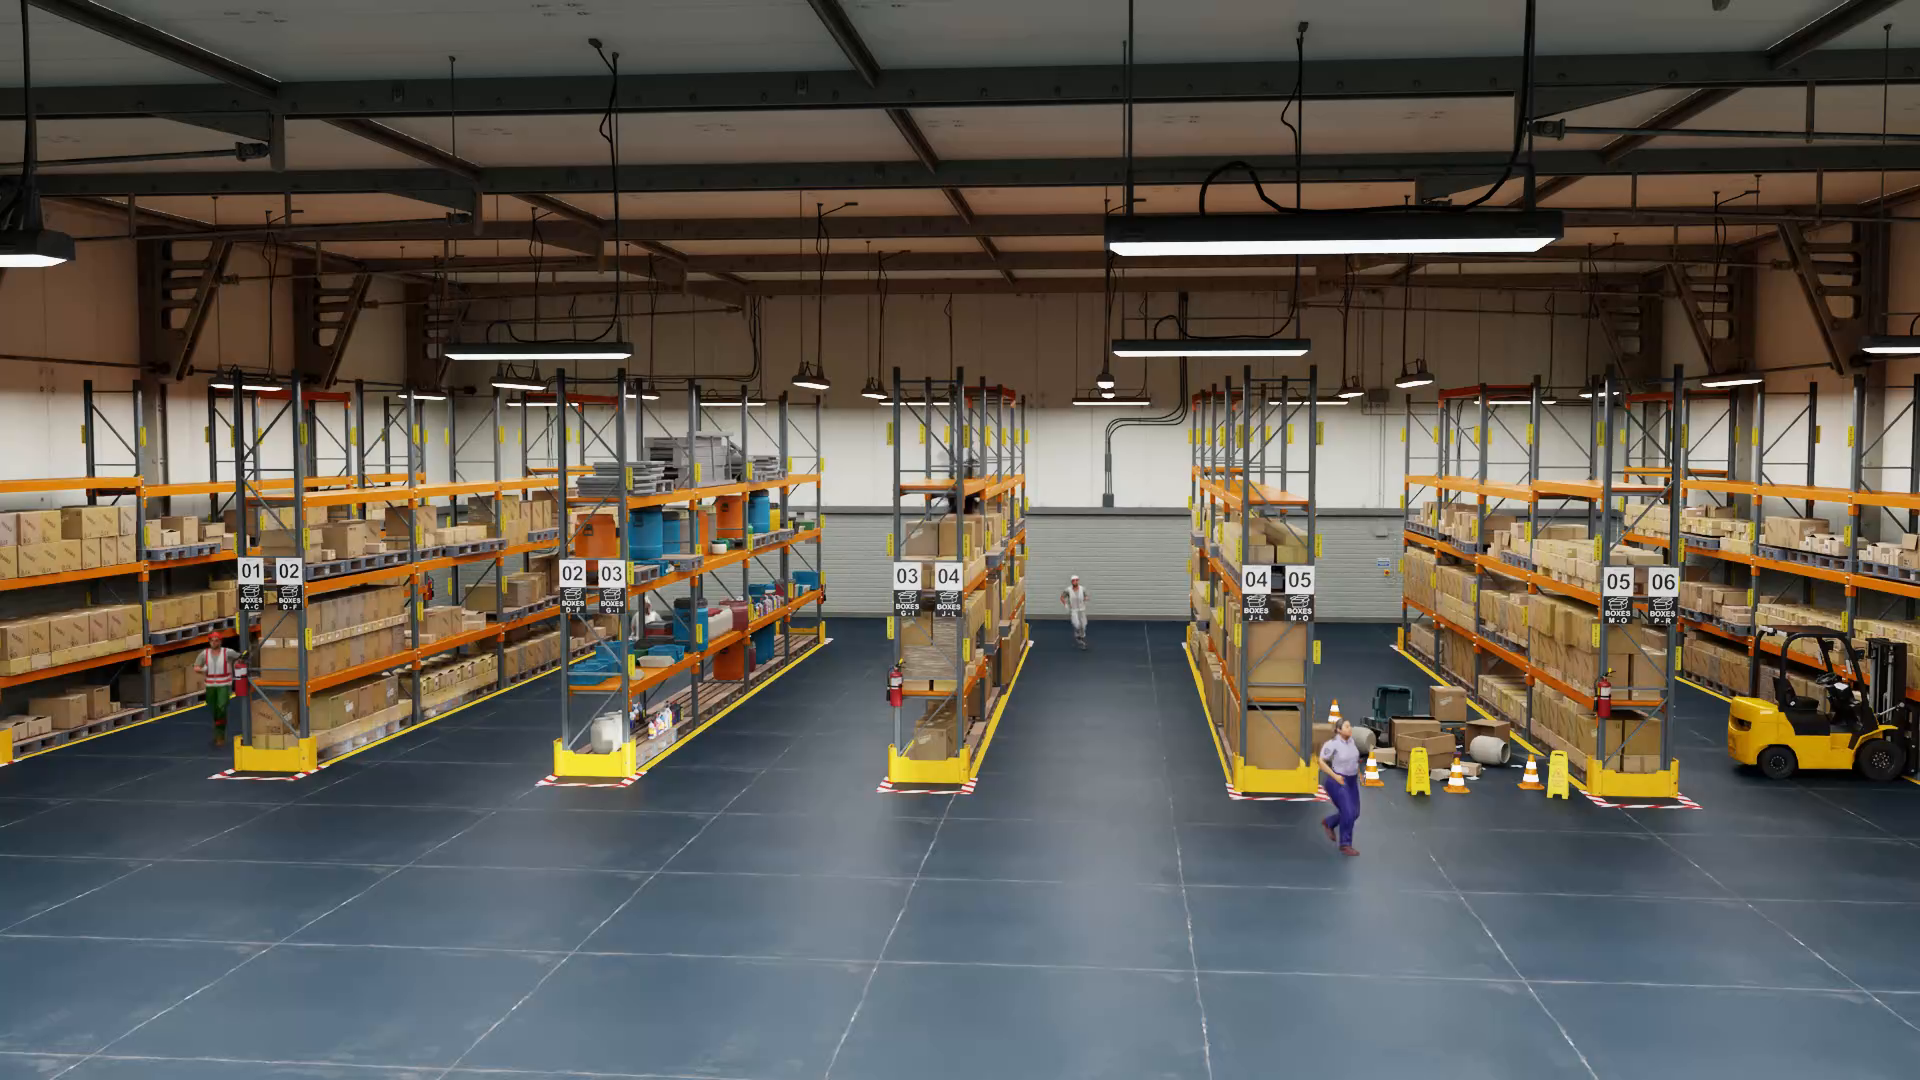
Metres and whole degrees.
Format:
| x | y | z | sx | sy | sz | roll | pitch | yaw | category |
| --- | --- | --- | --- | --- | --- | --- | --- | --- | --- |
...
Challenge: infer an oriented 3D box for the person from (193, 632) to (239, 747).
| x | y | z | sx | sy | sz | roll | pitch | yaw | category |
| --- | --- | --- | --- | --- | --- | --- | --- | --- | --- |
| -12.121 | 2.409 | 27.137 | 0.662 | 1.846 | 0.837 | -1 | 4 | -9 | person |

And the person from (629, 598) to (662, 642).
| x | y | z | sx | sy | sz | roll | pitch | yaw | category |
| --- | --- | --- | --- | --- | --- | --- | --- | --- | --- |
| -6.358 | 2.045 | 33.647 | 0.685 | 1.735 | 0.667 | 0 | 4 | -2 | person |

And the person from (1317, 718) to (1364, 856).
| x | y | z | sx | sy | sz | roll | pitch | yaw | category |
| --- | --- | --- | --- | --- | --- | --- | --- | --- | --- |
| 4.570 | 2.953 | 20.084 | 0.614 | 1.628 | 0.652 | -3 | 5 | -39 | person |

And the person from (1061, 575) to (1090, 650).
| x | y | z | sx | sy | sz | roll | pitch | yaw | category |
| --- | --- | --- | --- | --- | --- | --- | --- | --- | --- |
| 2.745 | 1.699 | 39.074 | 0.646 | 1.770 | 0.673 | -1 | 4 | -13 | person |
